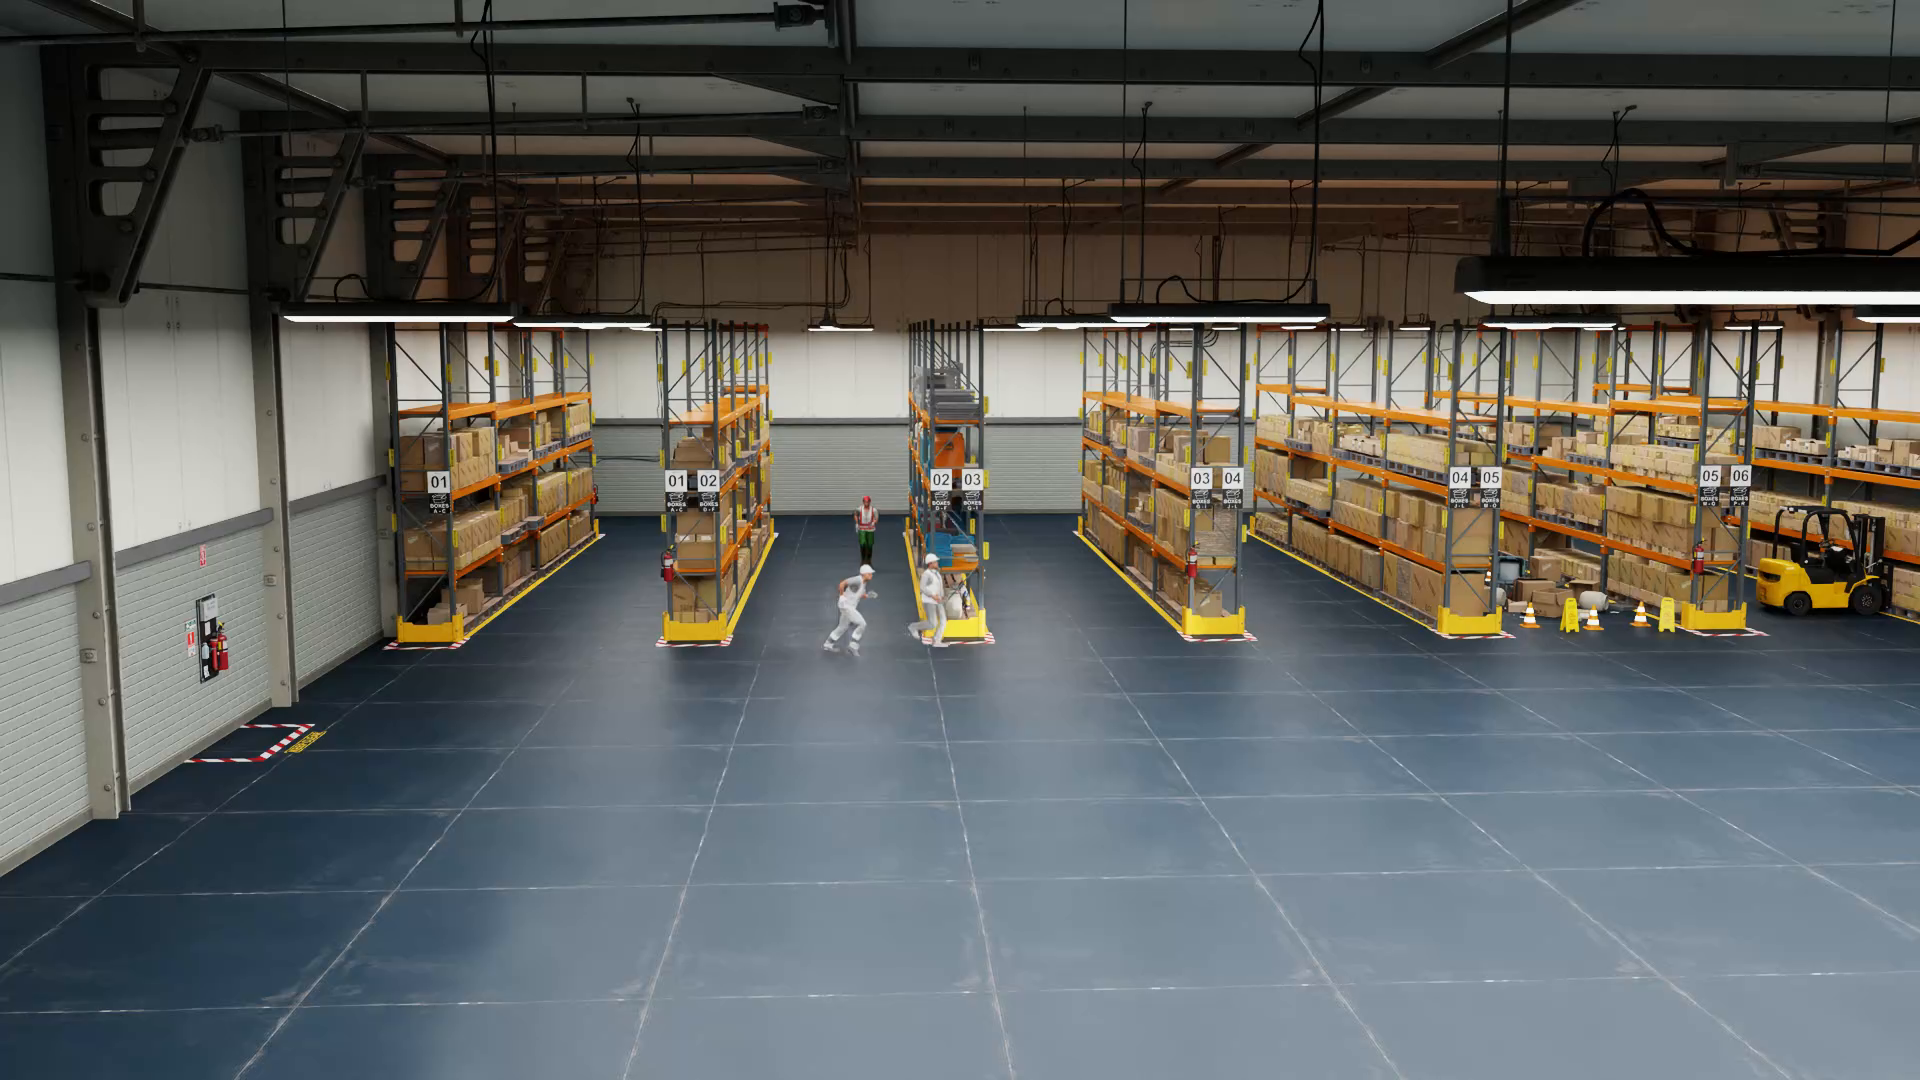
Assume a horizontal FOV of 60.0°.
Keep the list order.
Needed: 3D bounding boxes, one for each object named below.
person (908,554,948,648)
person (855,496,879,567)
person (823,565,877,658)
[{"bbox_3d":[-0.564,1.111,30.508,0.765,1.735,0.675,3,8,25],"label":"person"},{"bbox_3d":[-2.301,-0.214,41.083,0.584,1.783,0.829,-1,7,-4],"label":"person"},{"bbox_3d":[-1.984,1.276,29.559,0.994,1.695,0.716,2,7,15],"label":"person"}]
